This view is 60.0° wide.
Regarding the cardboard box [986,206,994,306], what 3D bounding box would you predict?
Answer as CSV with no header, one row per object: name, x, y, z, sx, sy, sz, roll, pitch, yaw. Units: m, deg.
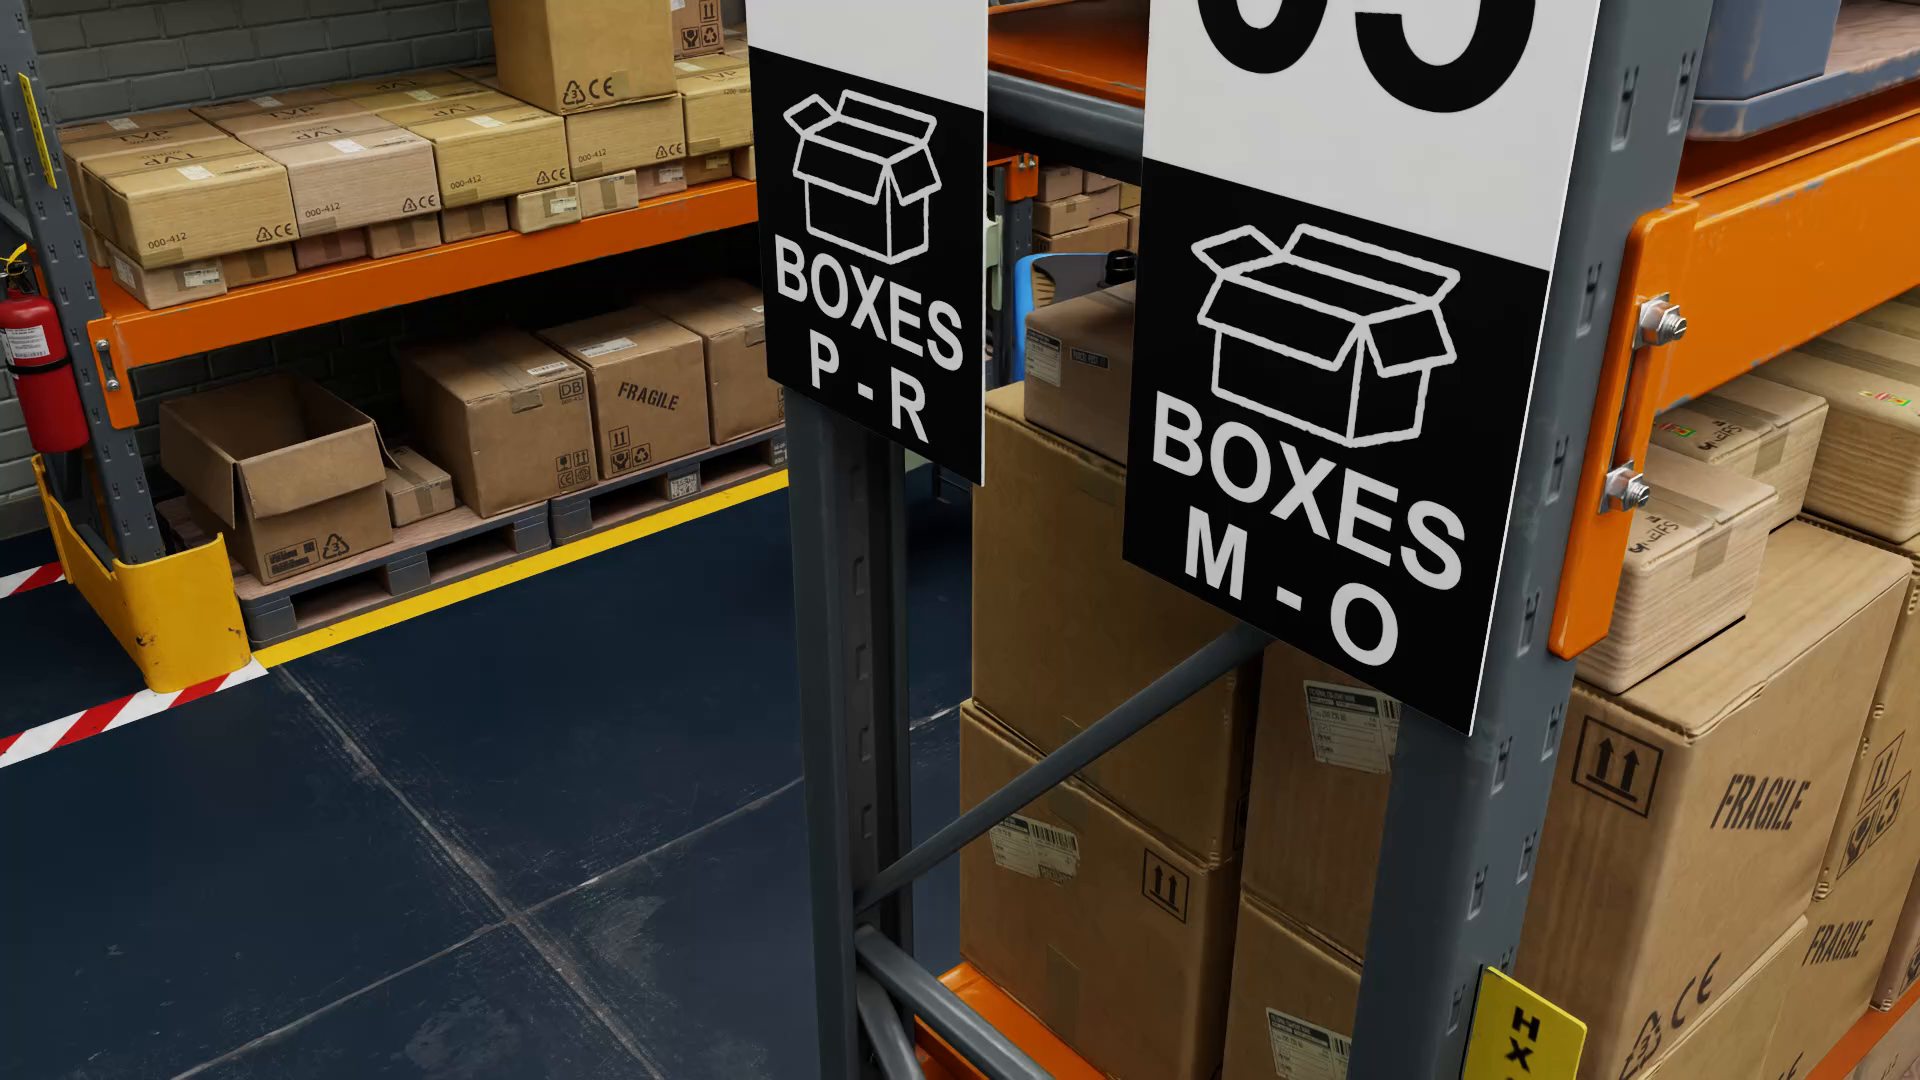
cardboard box,0.152,-1.580,8.730,0.500,0.500,0.500,-22,35,-35

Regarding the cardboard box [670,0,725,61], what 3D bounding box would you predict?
cardboard box,-1.335,-2.276,6.875,0.500,0.500,0.500,-23,36,-36

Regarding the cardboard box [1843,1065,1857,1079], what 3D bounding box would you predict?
cardboard box,1.280,1.186,3.622,0.875,0.438,0.875,-21,34,-34

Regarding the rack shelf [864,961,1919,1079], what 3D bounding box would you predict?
rack shelf,1.674,0.467,3.457,4.000,0.370,1.077,-22,35,-35

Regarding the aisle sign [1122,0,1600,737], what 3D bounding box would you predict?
aisle sign,0.286,-0.259,1.294,0.004,0.787,0.394,-22,35,-35

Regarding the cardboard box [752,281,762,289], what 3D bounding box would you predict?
cardboard box,-0.685,-1.123,8.076,0.500,0.311,0.500,-20,34,-33

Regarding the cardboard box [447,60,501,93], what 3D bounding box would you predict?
cardboard box,-1.724,-1.785,6.751,0.500,0.250,0.500,-22,35,-35

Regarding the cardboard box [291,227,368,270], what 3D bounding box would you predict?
cardboard box,-2.303,-1.096,5.884,0.250,0.149,0.380,-22,35,-36

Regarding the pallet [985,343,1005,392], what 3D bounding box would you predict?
pallet,-0.552,-0.801,8.025,1.213,0.211,1.003,-22,35,-35

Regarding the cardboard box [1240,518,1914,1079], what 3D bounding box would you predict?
cardboard box,0.702,0.232,1.967,0.500,0.500,0.500,-23,36,-36

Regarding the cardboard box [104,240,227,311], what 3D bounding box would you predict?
cardboard box,-2.644,-0.909,5.534,0.250,0.149,0.380,-22,35,-35

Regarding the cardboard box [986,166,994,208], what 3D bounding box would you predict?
cardboard box,0.064,-1.826,8.502,0.250,0.149,0.380,-24,36,-37

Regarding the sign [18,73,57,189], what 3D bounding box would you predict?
sign,-2.720,-1.204,4.903,0.005,0.325,0.100,-22,35,-35

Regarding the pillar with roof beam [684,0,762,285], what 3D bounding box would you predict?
pillar with roof beam,1.650,-3.453,3.664,0.400,9.000,9.100,-22,35,-35

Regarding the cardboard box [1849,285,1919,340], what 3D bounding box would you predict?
cardboard box,1.216,-0.250,2.180,0.250,0.149,0.380,-23,36,-36

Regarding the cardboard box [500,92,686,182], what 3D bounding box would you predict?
cardboard box,-1.410,-1.599,6.403,0.500,0.250,0.500,-23,36,-36

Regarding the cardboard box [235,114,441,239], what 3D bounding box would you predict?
cardboard box,-2.169,-1.279,5.804,0.500,0.250,0.500,-21,35,-34

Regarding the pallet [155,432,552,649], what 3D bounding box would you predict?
pallet,-2.409,-0.055,6.629,1.213,0.211,1.003,-22,35,-35

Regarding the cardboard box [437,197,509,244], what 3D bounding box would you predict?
cardboard box,-1.873,-1.234,6.144,0.250,0.149,0.380,-21,35,-34

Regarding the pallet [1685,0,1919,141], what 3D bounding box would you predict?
pallet,0.710,-0.753,1.888,1.213,0.211,1.003,-22,35,-35

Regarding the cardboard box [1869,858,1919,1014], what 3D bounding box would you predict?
cardboard box,1.469,0.360,2.788,0.500,0.500,0.500,-22,35,-35

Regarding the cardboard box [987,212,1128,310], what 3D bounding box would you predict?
cardboard box,0.485,-1.391,8.377,0.500,0.500,0.500,-20,34,-33

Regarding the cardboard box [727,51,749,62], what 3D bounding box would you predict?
cardboard box,-0.630,-1.904,6.974,0.500,0.250,0.500,-22,35,-35

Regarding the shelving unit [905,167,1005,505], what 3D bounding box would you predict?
shelving unit,-0.245,-0.656,6.387,0.755,1.500,0.431,-24,36,-37

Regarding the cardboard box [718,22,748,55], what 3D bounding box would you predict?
cardboard box,-0.958,-2.095,7.332,0.500,0.250,0.500,-22,35,-35

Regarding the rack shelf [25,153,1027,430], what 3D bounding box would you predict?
rack shelf,-1.551,-1.312,6.785,4.000,0.370,1.077,-22,35,-35

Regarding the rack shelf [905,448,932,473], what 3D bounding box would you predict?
rack shelf,-0.245,-0.369,6.541,0.720,0.370,0.431,-24,36,-37

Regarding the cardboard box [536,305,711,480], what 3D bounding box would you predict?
cardboard box,-1.403,-0.626,6.946,0.500,0.500,0.500,-21,35,-34

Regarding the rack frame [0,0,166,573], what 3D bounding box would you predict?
rack frame,-3.072,-1.017,5.471,0.127,3.000,1.000,-22,35,-35

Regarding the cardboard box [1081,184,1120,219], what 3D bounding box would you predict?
cardboard box,0.577,-1.736,8.335,0.250,0.149,0.380,-23,36,-36

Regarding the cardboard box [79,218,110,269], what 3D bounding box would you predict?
cardboard box,-2.994,-1.104,5.900,0.250,0.149,0.380,-22,35,-35

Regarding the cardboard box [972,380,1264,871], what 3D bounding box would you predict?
cardboard box,0.364,0.044,2.319,0.500,0.500,0.500,-21,34,-33

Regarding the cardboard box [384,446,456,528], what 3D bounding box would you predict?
cardboard box,-2.197,-0.214,6.547,0.250,0.149,0.380,-24,36,-37

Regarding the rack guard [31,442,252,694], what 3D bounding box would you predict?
rack guard,-3.014,0.062,6.103,0.348,0.500,1.175,-22,35,-35

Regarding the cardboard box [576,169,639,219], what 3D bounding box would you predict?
cardboard box,-1.445,-1.373,6.403,0.250,0.149,0.380,-21,35,-34

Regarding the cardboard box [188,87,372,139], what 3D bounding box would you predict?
cardboard box,-2.501,-1.475,6.172,0.500,0.250,0.500,-22,35,-35

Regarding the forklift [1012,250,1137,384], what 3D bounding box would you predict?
forklift,1.710,-1.256,5.991,3.031,2.935,1.130,0,28,1

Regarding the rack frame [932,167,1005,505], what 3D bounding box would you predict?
rack frame,0.023,-0.774,6.607,0.023,1.500,0.400,-24,36,-37

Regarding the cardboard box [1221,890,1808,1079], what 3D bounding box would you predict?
cardboard box,0.704,0.674,2.201,0.500,0.500,0.500,-22,35,-35

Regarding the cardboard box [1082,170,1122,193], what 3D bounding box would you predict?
cardboard box,0.583,-1.852,8.235,0.250,0.149,0.380,-24,36,-37

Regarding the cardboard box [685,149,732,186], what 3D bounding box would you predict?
cardboard box,-1.136,-1.569,6.769,0.250,0.149,0.380,-21,35,-34

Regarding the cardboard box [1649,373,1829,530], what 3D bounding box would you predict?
cardboard box,0.755,-0.125,1.946,0.250,0.149,0.380,-21,35,-34
